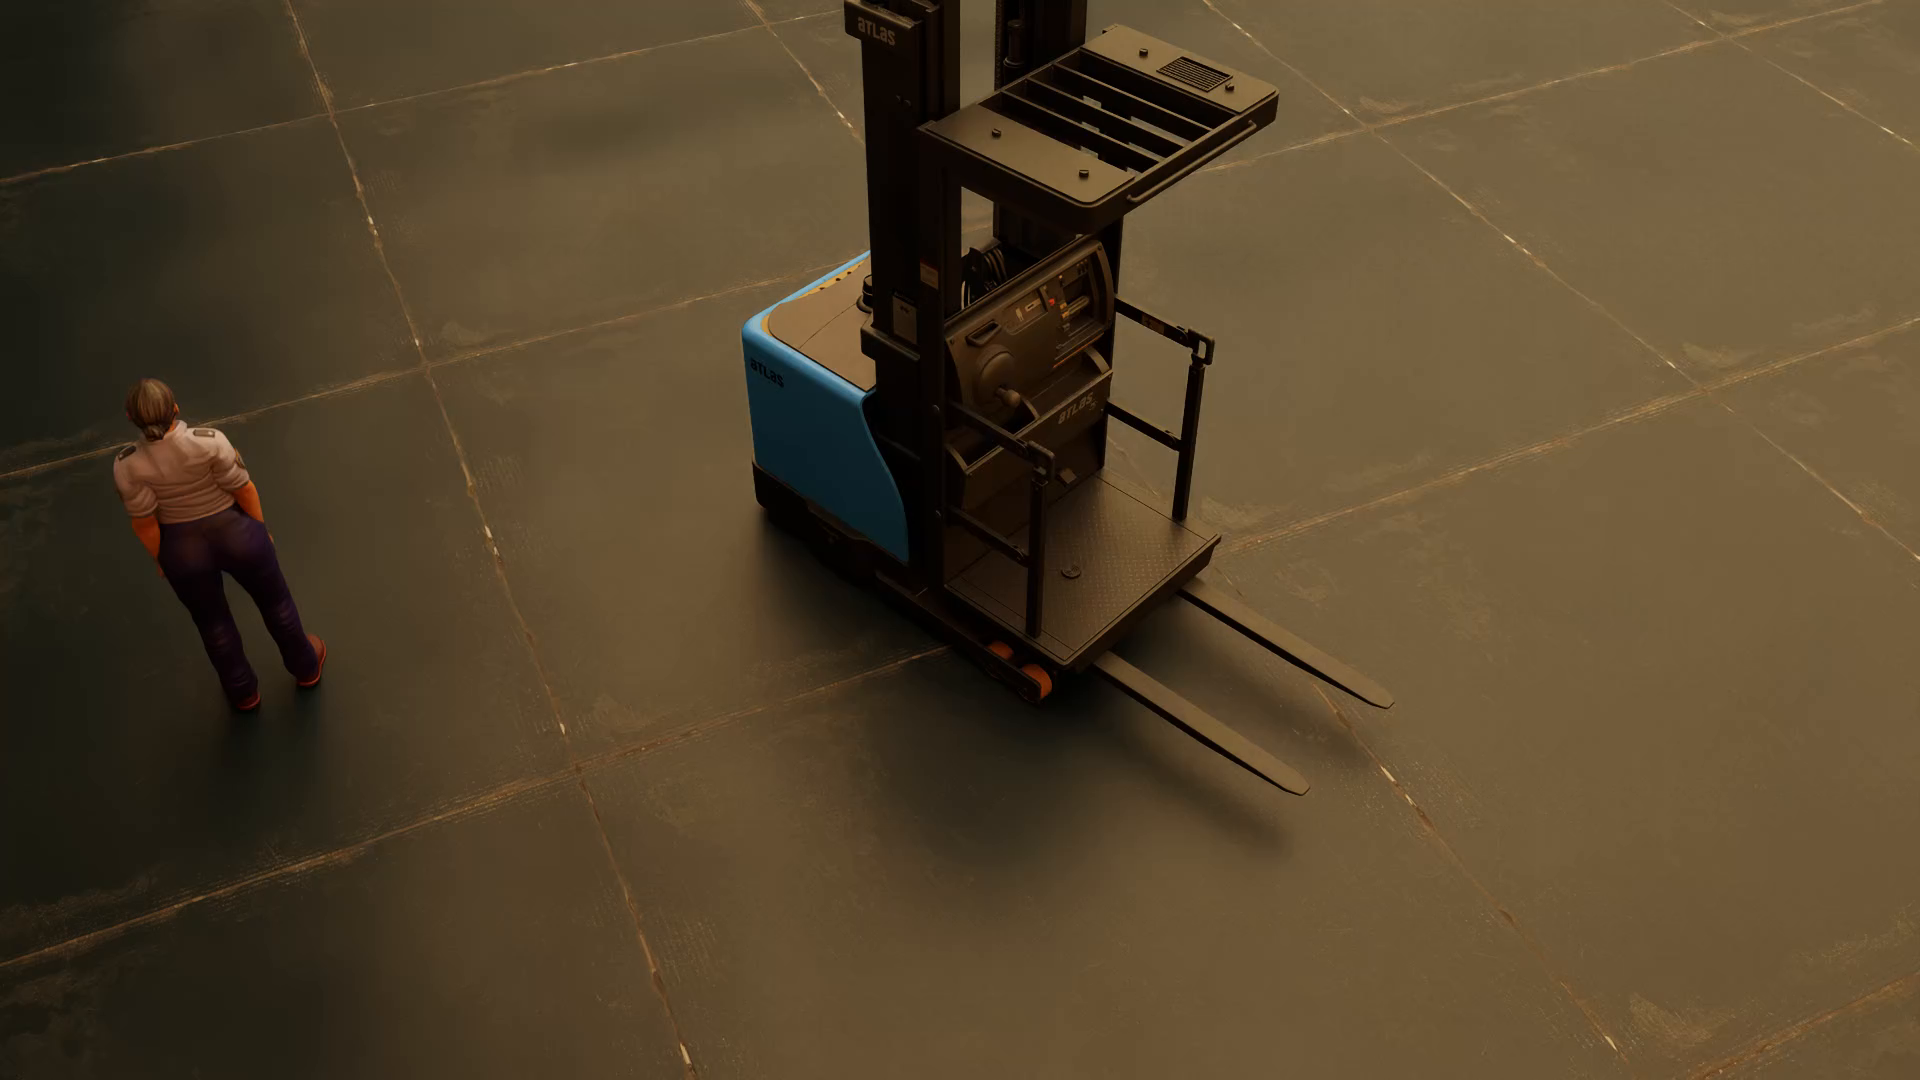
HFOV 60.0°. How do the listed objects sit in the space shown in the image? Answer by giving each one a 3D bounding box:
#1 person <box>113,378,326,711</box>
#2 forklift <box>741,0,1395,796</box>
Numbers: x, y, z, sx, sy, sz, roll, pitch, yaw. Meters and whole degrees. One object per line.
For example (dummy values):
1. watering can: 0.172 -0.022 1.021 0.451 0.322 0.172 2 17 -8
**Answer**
1. person: -2.961 0.013 6.611 0.487 1.651 0.368 -19 46 -19
2. forklift: 0.445 -0.788 6.525 3.031 2.935 1.130 32 52 30
